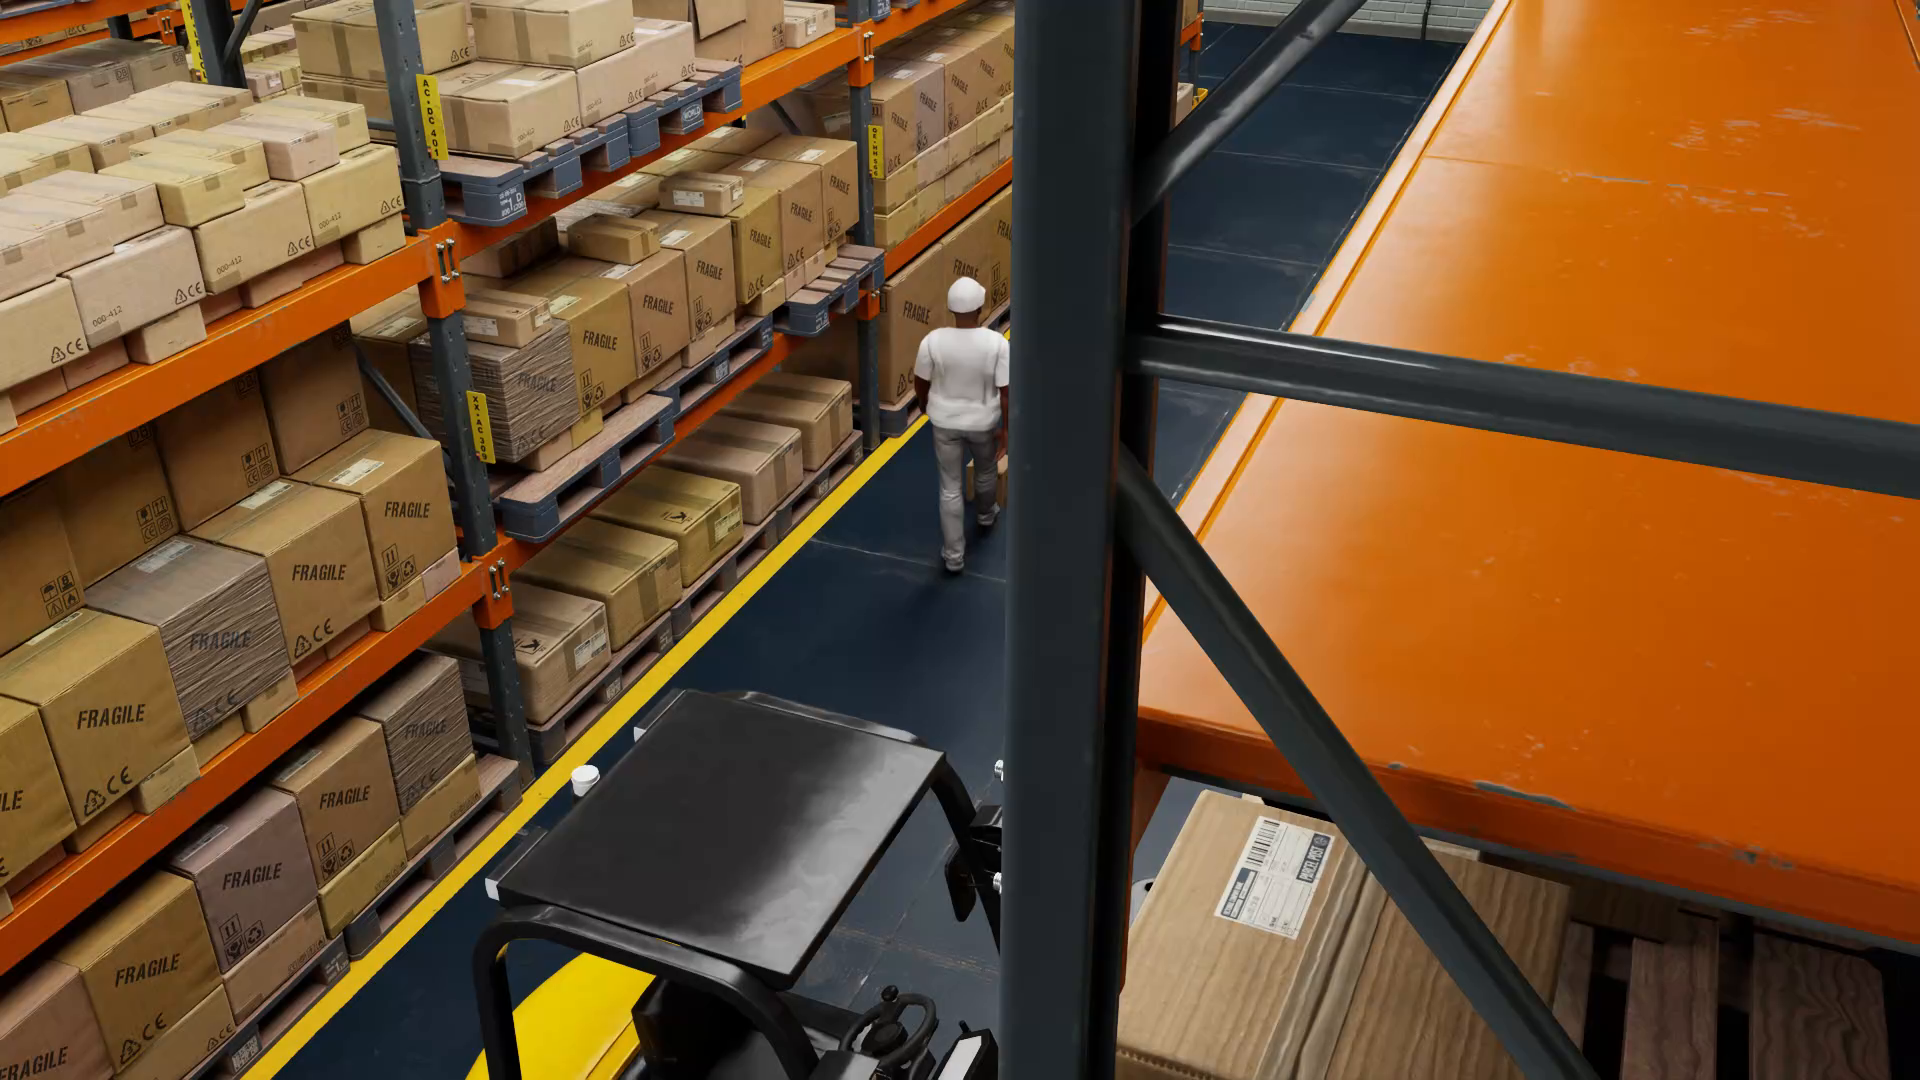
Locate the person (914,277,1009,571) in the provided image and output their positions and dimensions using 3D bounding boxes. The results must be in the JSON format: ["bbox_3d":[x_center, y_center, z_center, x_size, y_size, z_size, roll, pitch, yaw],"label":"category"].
[{"bbox_3d":[0.022,-0.766,9.693,0.575,1.728,0.872,-1,29,-1],"label":"person"}]
